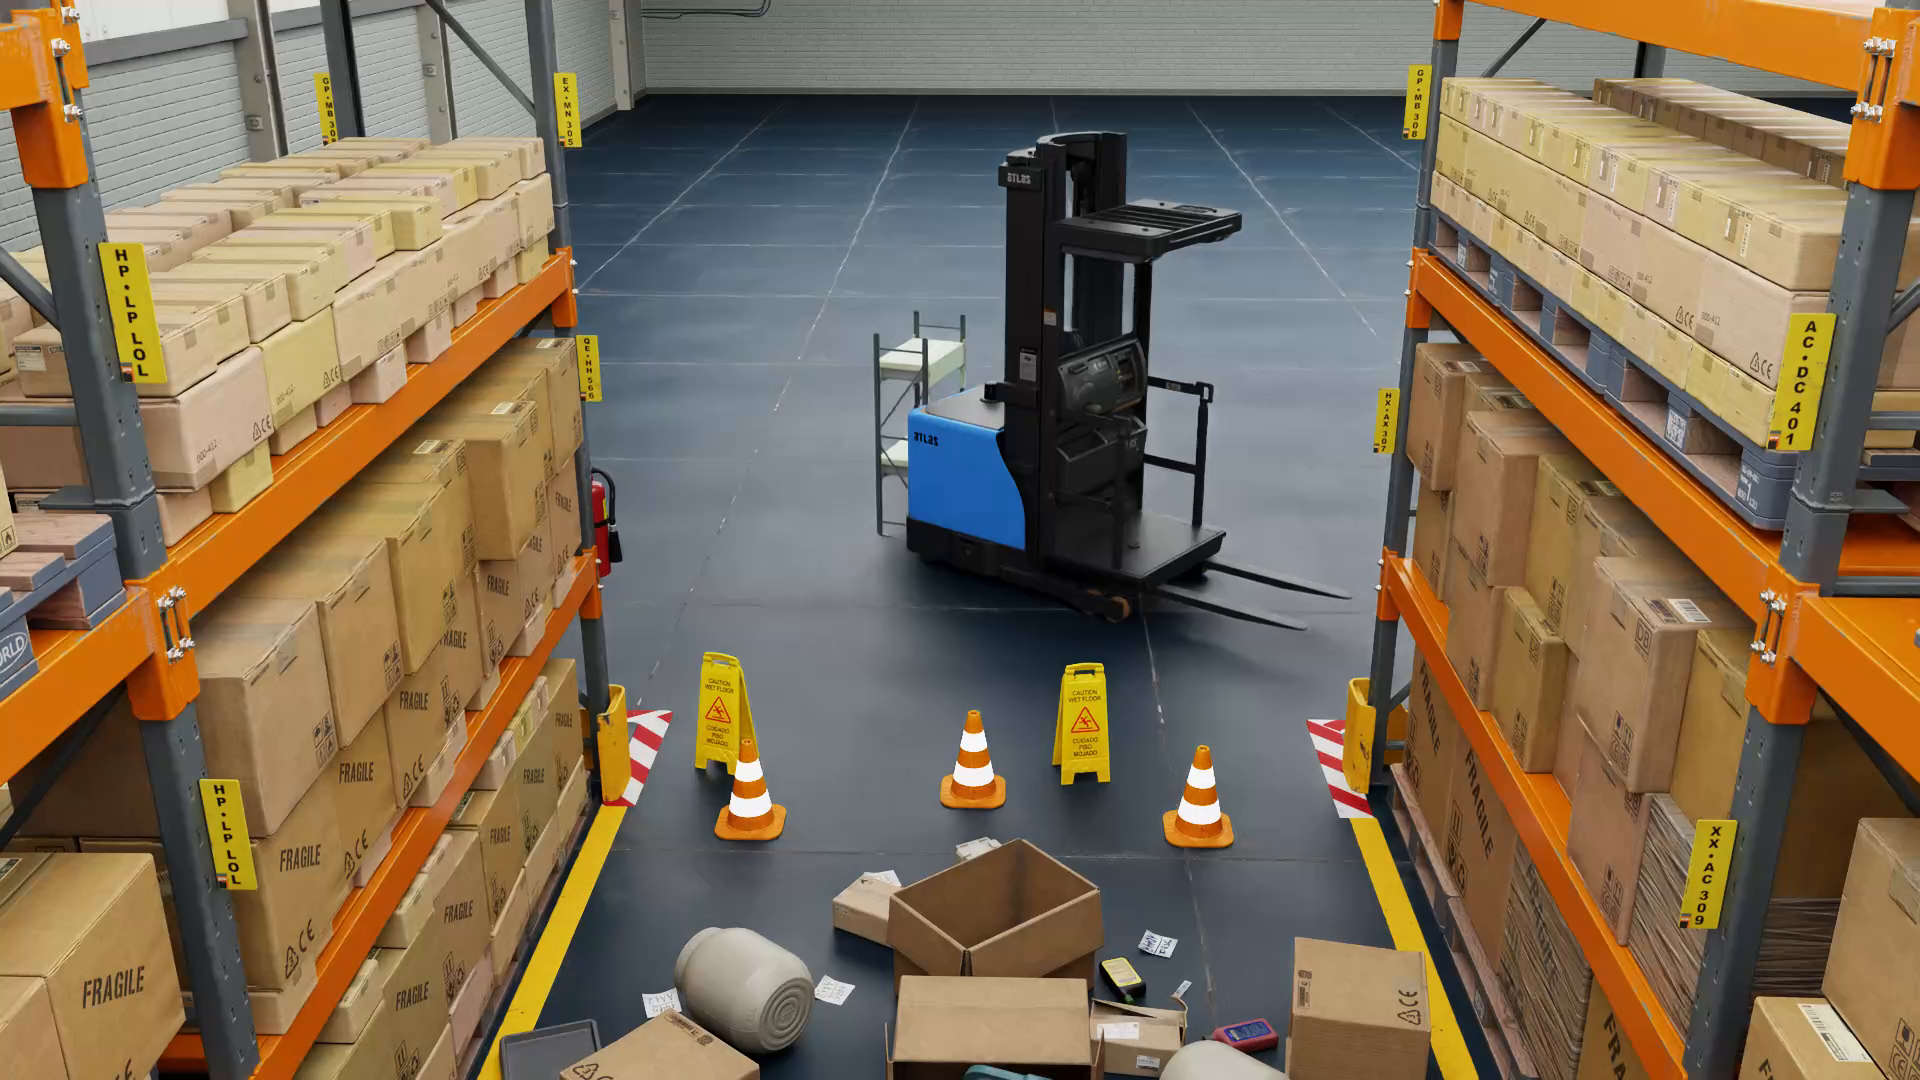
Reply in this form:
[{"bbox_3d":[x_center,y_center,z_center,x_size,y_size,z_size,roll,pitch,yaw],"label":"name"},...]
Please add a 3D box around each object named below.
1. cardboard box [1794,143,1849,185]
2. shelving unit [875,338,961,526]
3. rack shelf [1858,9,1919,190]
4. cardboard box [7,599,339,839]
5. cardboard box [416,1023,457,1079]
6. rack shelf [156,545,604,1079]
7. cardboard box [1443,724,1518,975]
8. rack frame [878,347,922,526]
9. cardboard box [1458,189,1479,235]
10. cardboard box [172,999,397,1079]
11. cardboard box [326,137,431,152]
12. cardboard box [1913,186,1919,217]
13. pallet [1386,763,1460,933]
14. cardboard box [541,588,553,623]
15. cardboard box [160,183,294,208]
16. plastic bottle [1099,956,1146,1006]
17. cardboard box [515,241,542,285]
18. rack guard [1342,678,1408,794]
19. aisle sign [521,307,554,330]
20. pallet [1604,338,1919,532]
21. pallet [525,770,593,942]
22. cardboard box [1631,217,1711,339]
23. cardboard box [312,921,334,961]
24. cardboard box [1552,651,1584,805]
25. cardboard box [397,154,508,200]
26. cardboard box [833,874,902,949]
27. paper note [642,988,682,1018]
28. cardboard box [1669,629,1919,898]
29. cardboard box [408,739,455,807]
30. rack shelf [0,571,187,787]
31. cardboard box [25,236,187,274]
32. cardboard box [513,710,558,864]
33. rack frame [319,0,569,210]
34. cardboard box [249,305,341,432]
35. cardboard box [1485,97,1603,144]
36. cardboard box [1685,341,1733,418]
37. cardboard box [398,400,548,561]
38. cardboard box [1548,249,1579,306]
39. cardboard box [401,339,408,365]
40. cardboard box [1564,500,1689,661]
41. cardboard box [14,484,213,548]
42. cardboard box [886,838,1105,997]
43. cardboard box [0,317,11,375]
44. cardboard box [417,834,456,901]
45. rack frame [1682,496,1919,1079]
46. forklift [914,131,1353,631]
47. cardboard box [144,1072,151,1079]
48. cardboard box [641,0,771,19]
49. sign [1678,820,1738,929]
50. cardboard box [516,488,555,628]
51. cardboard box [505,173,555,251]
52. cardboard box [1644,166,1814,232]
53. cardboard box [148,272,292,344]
[{"bbox_3d":[2.889,-1.165,5.265,0.380,0.149,0.250,1,21,2],"label":"cardboard box"},{"bbox_3d":[-0.283,-0.837,12.112,0.431,1.308,0.731,8,23,19],"label":"shelving unit"},{"bbox_3d":[2.440,-0.234,1.739,1.077,0.370,4.000,1,21,2],"label":"rack shelf"},{"bbox_3d":[-2.220,0.492,4.683,0.700,0.500,0.500,0,21,1],"label":"cardboard box"},{"bbox_3d":[-2.157,1.983,5.993,0.500,0.250,0.500,2,21,5],"label":"cardboard box"},{"bbox_3d":[-2.389,0.912,6.525,1.077,0.370,4.000,1,21,2],"label":"rack shelf"},{"bbox_3d":[2.643,1.231,7.067,0.875,0.875,0.875,0,21,1],"label":"cardboard box"},{"bbox_3d":[-0.413,-0.715,11.799,0.380,1.308,0.010,8,23,19],"label":"rack frame"},{"bbox_3d":[2.277,-1.349,6.840,0.380,0.149,0.250,1,21,2],"label":"cardboard box"},{"bbox_3d":[-2.162,1.826,5.359,0.500,0.500,0.500,2,21,4],"label":"cardboard box"},{"bbox_3d":[-2.543,-1.673,7.292,0.380,0.149,0.250,0,21,1],"label":"cardboard box"},{"bbox_3d":[2.866,-0.889,4.553,0.380,0.149,0.250,0,21,1],"label":"cardboard box"},{"bbox_3d":[2.676,1.462,7.970,1.003,0.211,1.213,1,21,2],"label":"pallet"},{"bbox_3d":[-2.052,0.294,7.472,0.380,0.149,0.250,0,21,1],"label":"cardboard box"},{"bbox_3d":[-2.688,-1.218,6.119,0.380,0.149,0.250,1,21,3],"label":"cardboard box"},{"bbox_3d":[0.706,1.884,7.088,0.133,0.061,0.283,-7,22,-17],"label":"plastic bottle"},{"bbox_3d":[-2.034,-1.205,7.189,0.380,0.149,0.250,1,21,2],"label":"cardboard box"},{"bbox_3d":[2.623,1.028,8.687,1.175,0.500,0.348,1,21,2],"label":"rack guard"},{"bbox_3d":[-2.037,-1.377,7.838,0.394,0.787,0.004,1,21,2],"label":"aisle sign"},{"bbox_3d":[2.536,-0.335,4.721,1.003,0.211,1.213,1,21,2],"label":"pallet"},{"bbox_3d":[-2.391,1.475,7.936,1.003,0.211,1.213,1,21,2],"label":"pallet"},{"bbox_3d":[2.275,-0.755,4.759,0.500,0.250,0.500,1,21,1],"label":"cardboard box"},{"bbox_3d":[-2.164,1.215,5.098,0.380,0.149,0.250,1,21,3],"label":"cardboard box"},{"bbox_3d":[2.628,0.722,5.815,0.875,0.550,0.550,1,21,2],"label":"cardboard box"},{"bbox_3d":[-2.079,-1.488,6.816,0.380,0.149,0.250,0,21,1],"label":"cardboard box"},{"bbox_3d":[-0.349,1.679,7.497,0.380,0.149,0.250,13,25,29],"label":"cardboard box"},{"bbox_3d":[-1.252,1.941,6.983,0.142,0.019,0.148,-7,22,-17],"label":"paper note"},{"bbox_3d":[2.488,1.329,1.204,0.882,1.673,7.424,0,21,1],"label":"cardboard box"},{"bbox_3d":[-2.071,0.844,6.053,0.380,0.149,0.250,1,21,2],"label":"cardboard box"},{"bbox_3d":[-2.511,0.960,2.255,1.077,0.370,4.000,1,21,2],"label":"rack shelf"},{"bbox_3d":[-2.642,-0.847,5.163,0.380,0.149,0.250,0,21,1],"label":"cardboard box"},{"bbox_3d":[-2.104,1.072,7.304,0.500,0.500,0.500,1,21,4],"label":"cardboard box"},{"bbox_3d":[-2.328,-2.943,7.174,1.000,3.000,0.127,1,21,2],"label":"rack frame"},{"bbox_3d":[-2.156,-0.510,4.845,0.500,0.250,0.500,0,21,1],"label":"cardboard box"},{"bbox_3d":[2.270,-1.632,6.468,0.380,0.149,0.250,1,21,2],"label":"cardboard box"},{"bbox_3d":[2.200,-0.432,4.477,0.380,0.149,0.250,1,21,3],"label":"cardboard box"},{"bbox_3d":[-2.061,-0.242,6.574,0.700,0.500,0.500,0,21,1],"label":"cardboard box"},{"bbox_3d":[2.238,-0.893,5.665,0.380,0.149,0.250,1,21,1],"label":"cardboard box"},{"bbox_3d":[-2.147,-0.650,5.757,0.380,0.149,0.250,1,21,2],"label":"cardboard box"},{"bbox_3d":[2.601,0.218,5.621,0.875,0.550,0.550,1,21,2],"label":"cardboard box"},{"bbox_3d":[-2.193,-0.092,4.321,0.380,0.149,0.250,0,21,1],"label":"cardboard box"},{"bbox_3d":[0.149,1.681,7.002,0.797,0.503,0.637,-16,26,-35],"label":"cardboard box"},{"bbox_3d":[-2.659,-0.470,4.192,0.380,0.149,0.250,1,21,3],"label":"cardboard box"},{"bbox_3d":[-2.079,1.196,6.087,0.380,0.149,0.250,2,21,5],"label":"cardboard box"},{"bbox_3d":[2.501,1.318,4.485,1.000,3.000,0.127,1,21,2],"label":"rack frame"},{"bbox_3d":[1.092,-1.051,10.686,3.031,2.935,1.121,16,26,35],"label":"forklift"},{"bbox_3d":[-2.190,1.411,4.014,0.380,0.149,0.250,1,21,2],"label":"cardboard box"},{"bbox_3d":[0.030,-6.989,21.893,15.973,2.526,34.102,1,21,2],"label":"cardboard box"},{"bbox_3d":[1.946,0.872,4.329,0.100,0.325,0.005,1,21,2],"label":"sign"},{"bbox_3d":[-2.089,0.049,7.207,0.500,0.500,0.500,1,21,2],"label":"cardboard box"},{"bbox_3d":[-2.074,-1.425,7.205,0.500,0.250,0.500,0,21,1],"label":"cardboard box"},{"bbox_3d":[2.217,-0.986,4.802,0.380,0.149,0.250,1,21,3],"label":"cardboard box"},{"bbox_3d":[-2.118,-0.653,4.663,0.380,0.149,0.250,0,21,0],"label":"cardboard box"}]
